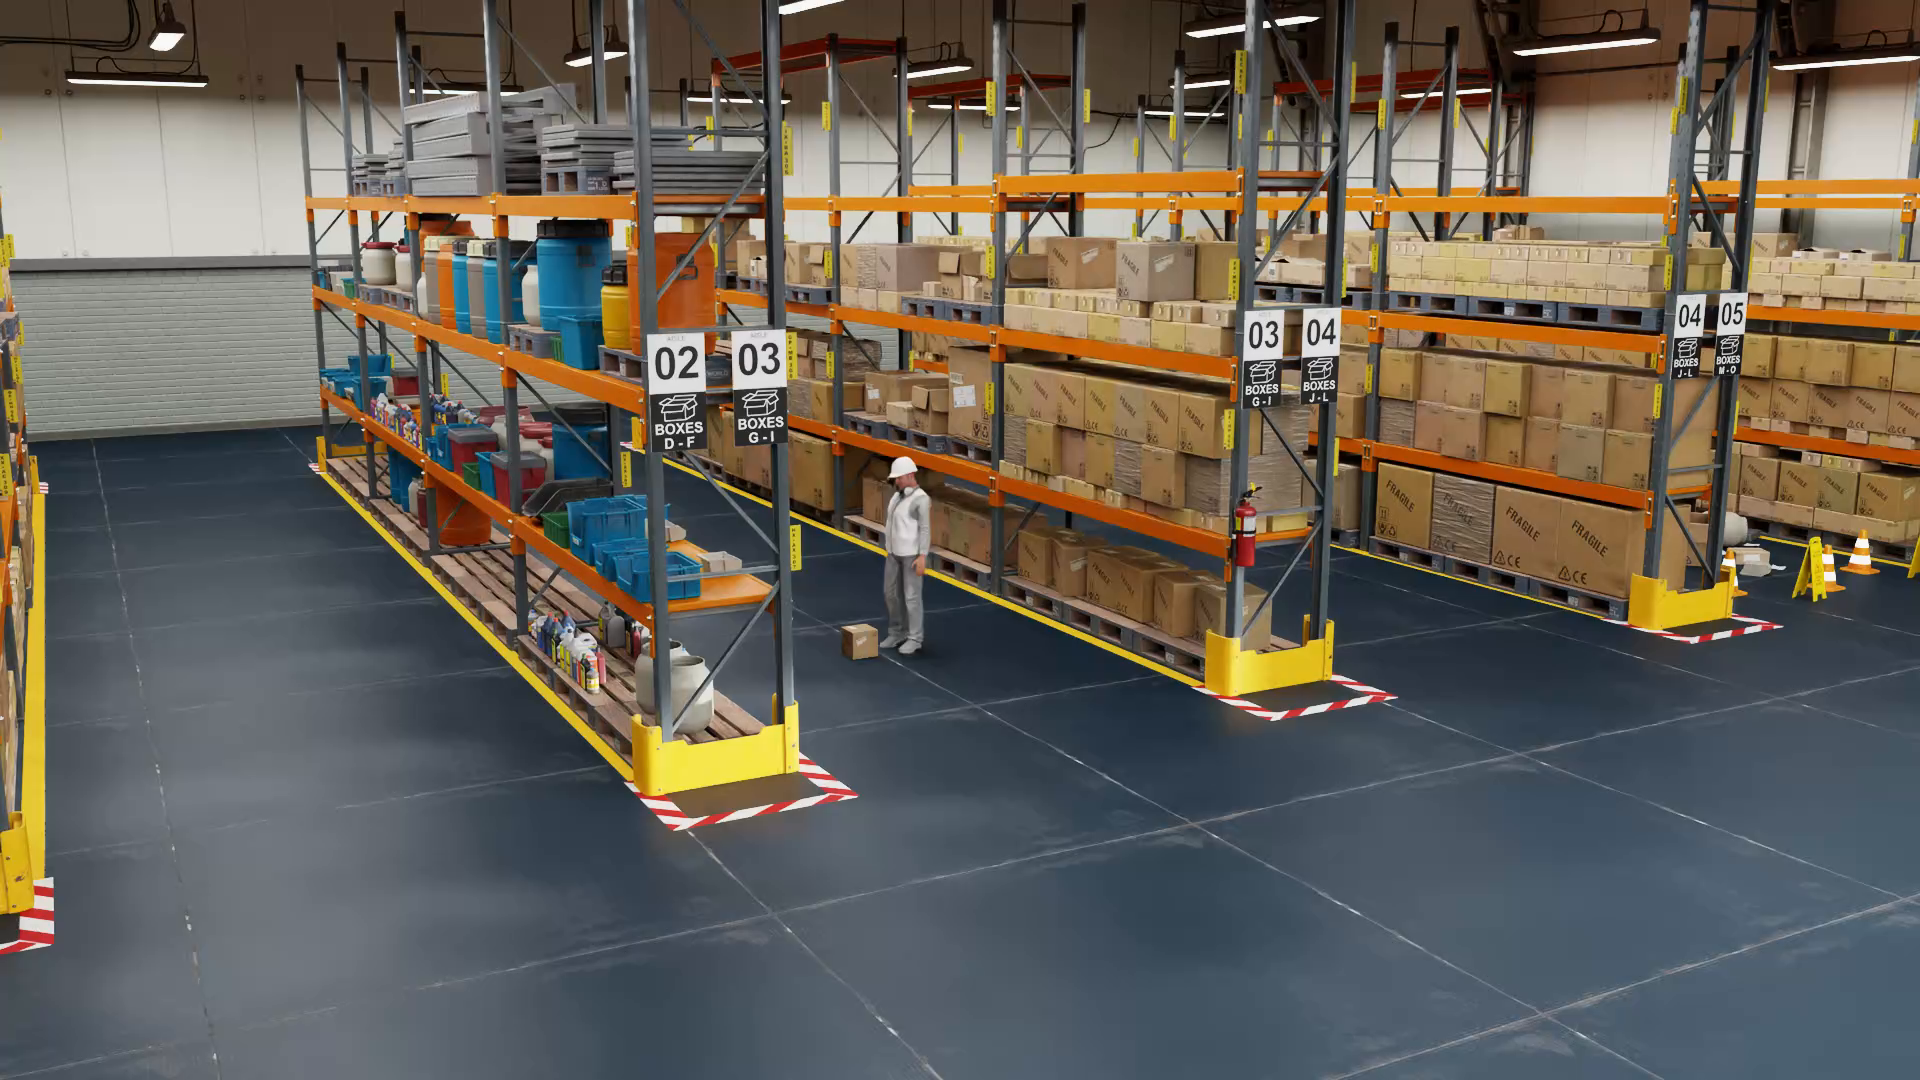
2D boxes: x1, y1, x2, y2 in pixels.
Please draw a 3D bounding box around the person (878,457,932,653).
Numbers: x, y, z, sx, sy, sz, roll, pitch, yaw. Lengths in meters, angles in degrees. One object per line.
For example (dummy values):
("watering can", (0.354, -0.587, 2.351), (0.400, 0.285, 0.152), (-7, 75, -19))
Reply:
("person", (-0.485, 0.145, 15.195), (0.396, 1.813, 0.603), (-9, 14, -36))
